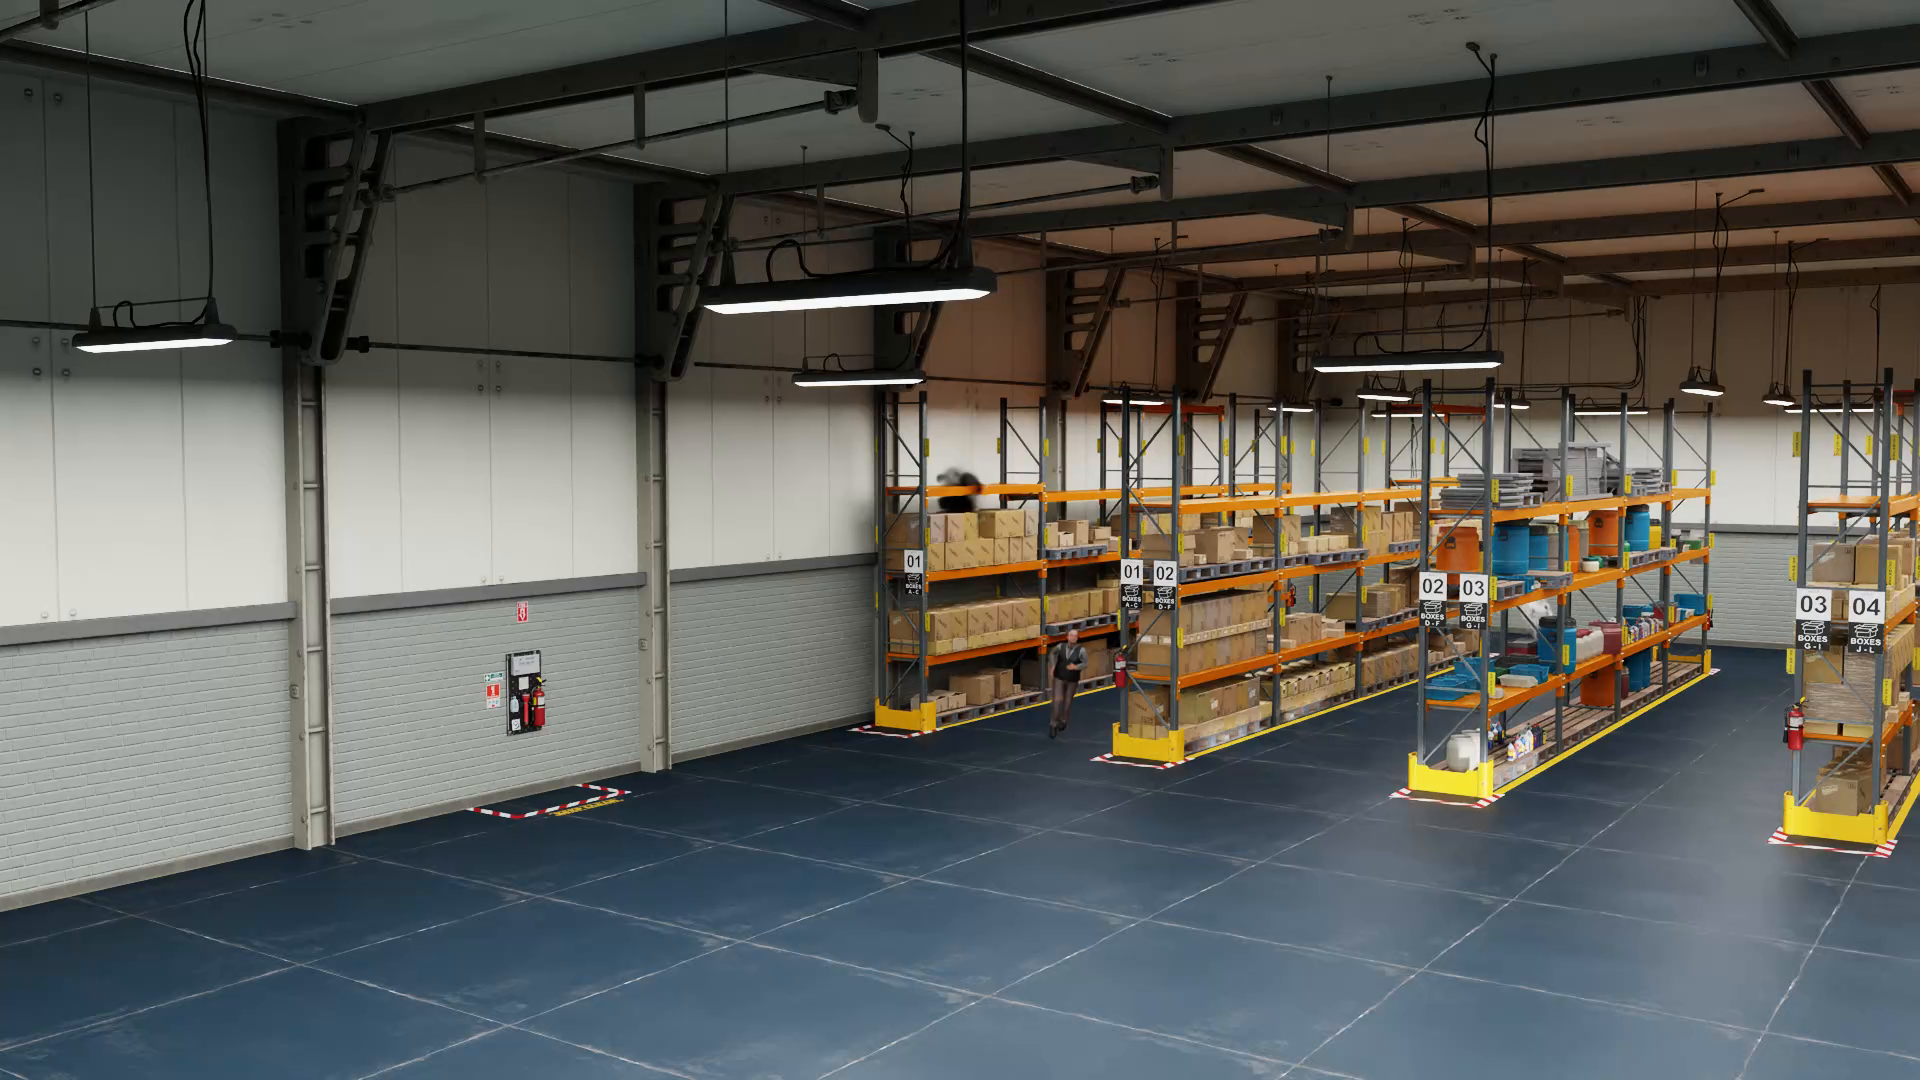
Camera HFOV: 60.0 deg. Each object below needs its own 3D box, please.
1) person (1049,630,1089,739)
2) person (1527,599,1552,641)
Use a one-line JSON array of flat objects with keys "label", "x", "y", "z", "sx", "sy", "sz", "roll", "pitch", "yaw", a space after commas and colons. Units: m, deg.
[{"label": "person", "x": 1.799, "y": 2.347, "z": 27.448, "sx": 0.655, "sy": 1.748, "sz": 0.839, "roll": 0, "pitch": 3, "yaw": 5}, {"label": "person", "x": 13.599, "y": 2.015, "z": 38.935, "sx": 0.640, "sy": 1.661, "sz": 0.542, "roll": 0, "pitch": 3, "yaw": 2}]
